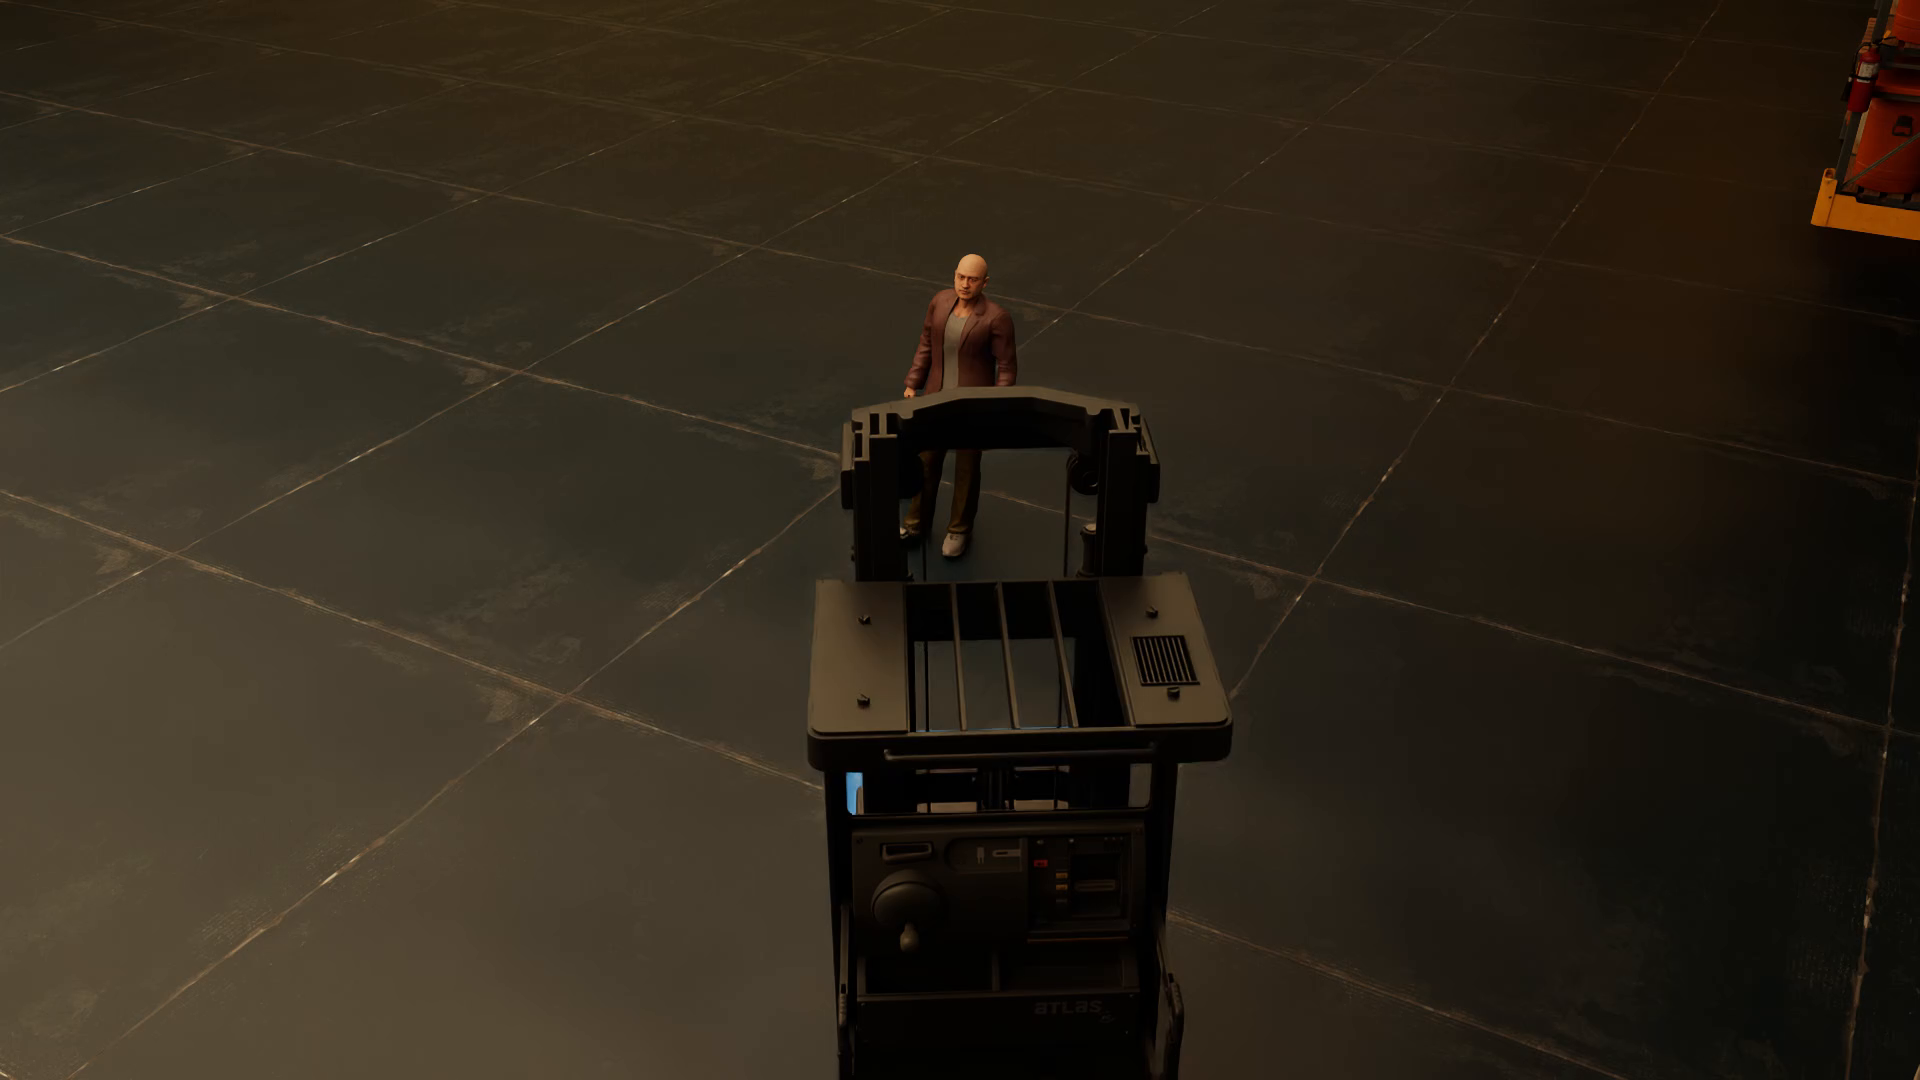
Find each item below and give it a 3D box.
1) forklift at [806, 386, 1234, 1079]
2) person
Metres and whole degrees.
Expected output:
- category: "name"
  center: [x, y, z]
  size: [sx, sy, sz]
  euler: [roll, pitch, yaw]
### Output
- category: "forklift"
  center: [0.137, 1.143, 5.090]
  size: [1.130, 2.935, 3.031]
  euler: [-1, 30, -2]
- category: "person"
  center: [-0.048, -0.738, 9.488]
  size: [0.696, 1.776, 0.582]
  euler: [15, 33, 25]
